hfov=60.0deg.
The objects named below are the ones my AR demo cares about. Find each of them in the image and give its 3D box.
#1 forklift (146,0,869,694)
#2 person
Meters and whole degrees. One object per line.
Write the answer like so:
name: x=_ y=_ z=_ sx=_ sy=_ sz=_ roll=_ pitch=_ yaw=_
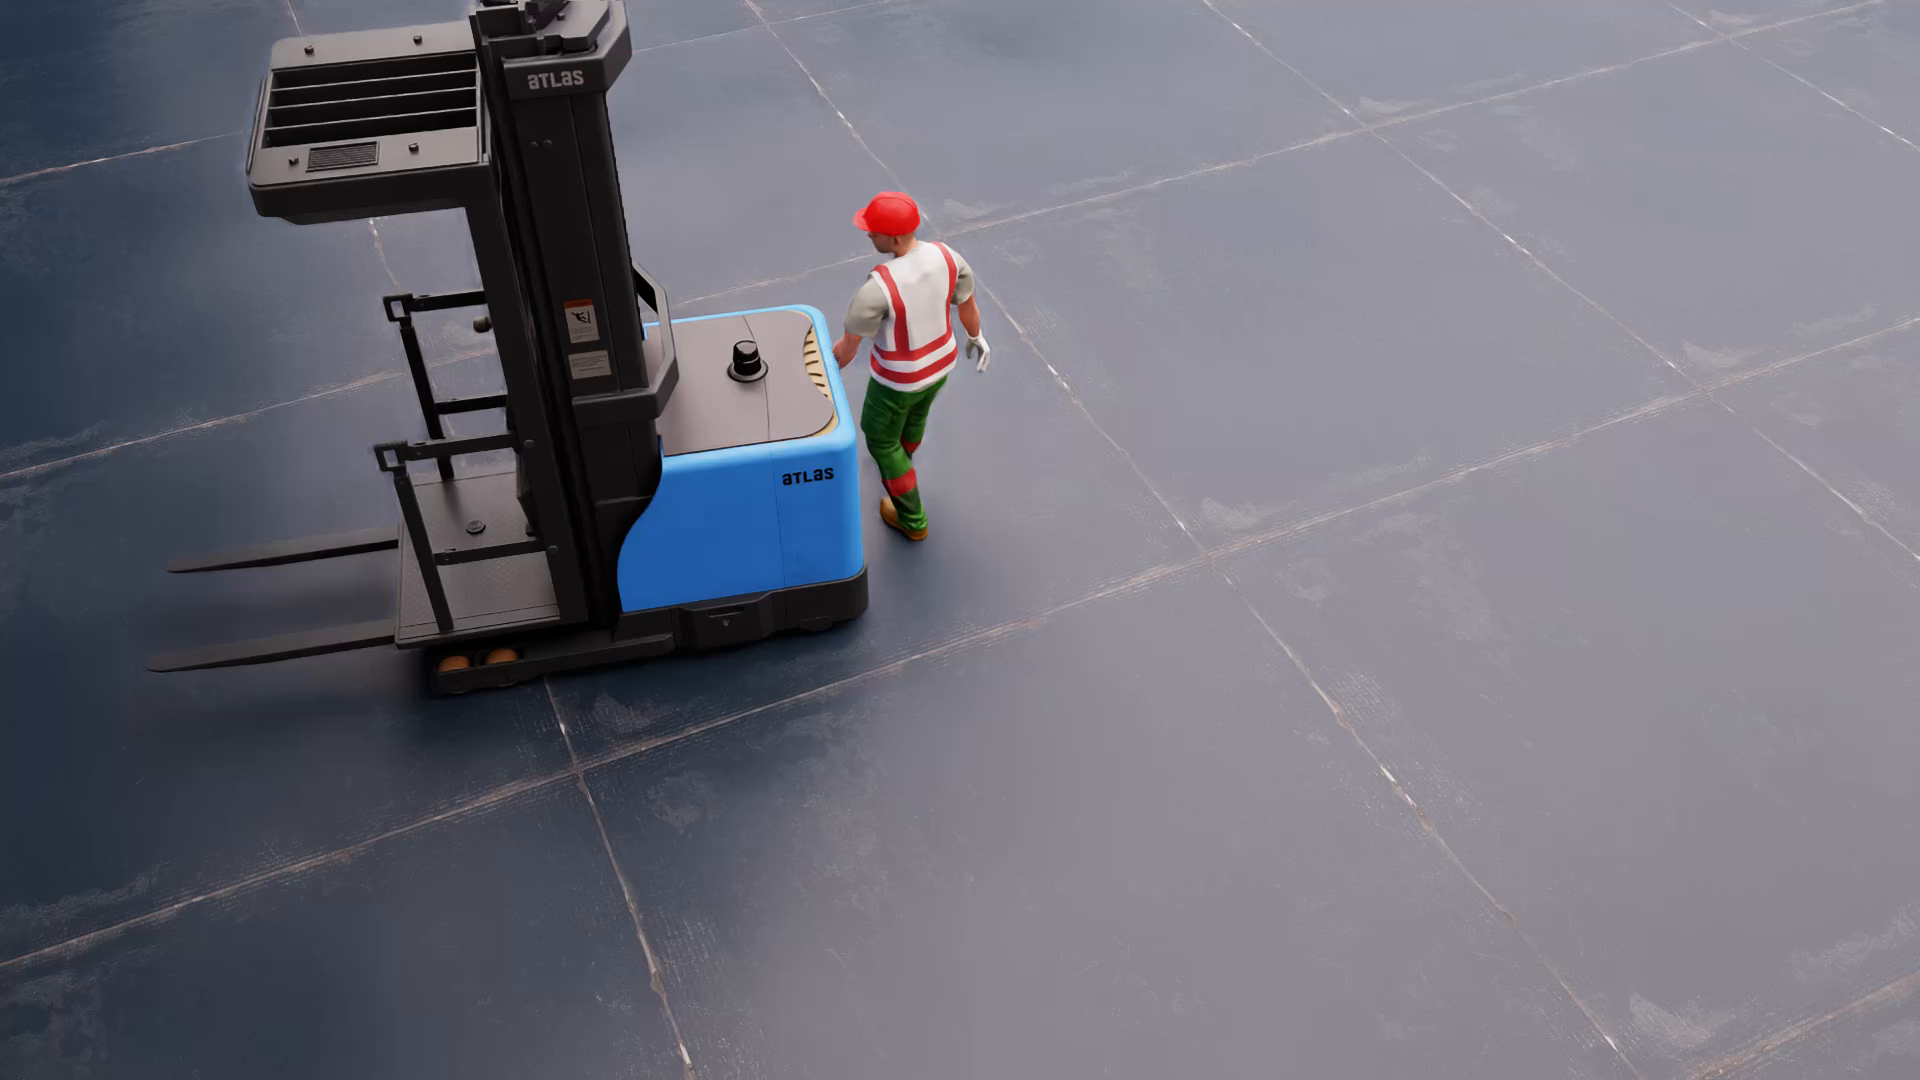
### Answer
forklift: x=-1.980 y=-0.811 z=6.549 sx=3.031 sy=2.935 sz=1.130 roll=-9 pitch=44 yaw=-9
person: x=-0.323 y=-0.860 z=7.482 sx=0.781 sy=1.745 sz=0.715 roll=-31 pitch=51 yaw=-29
